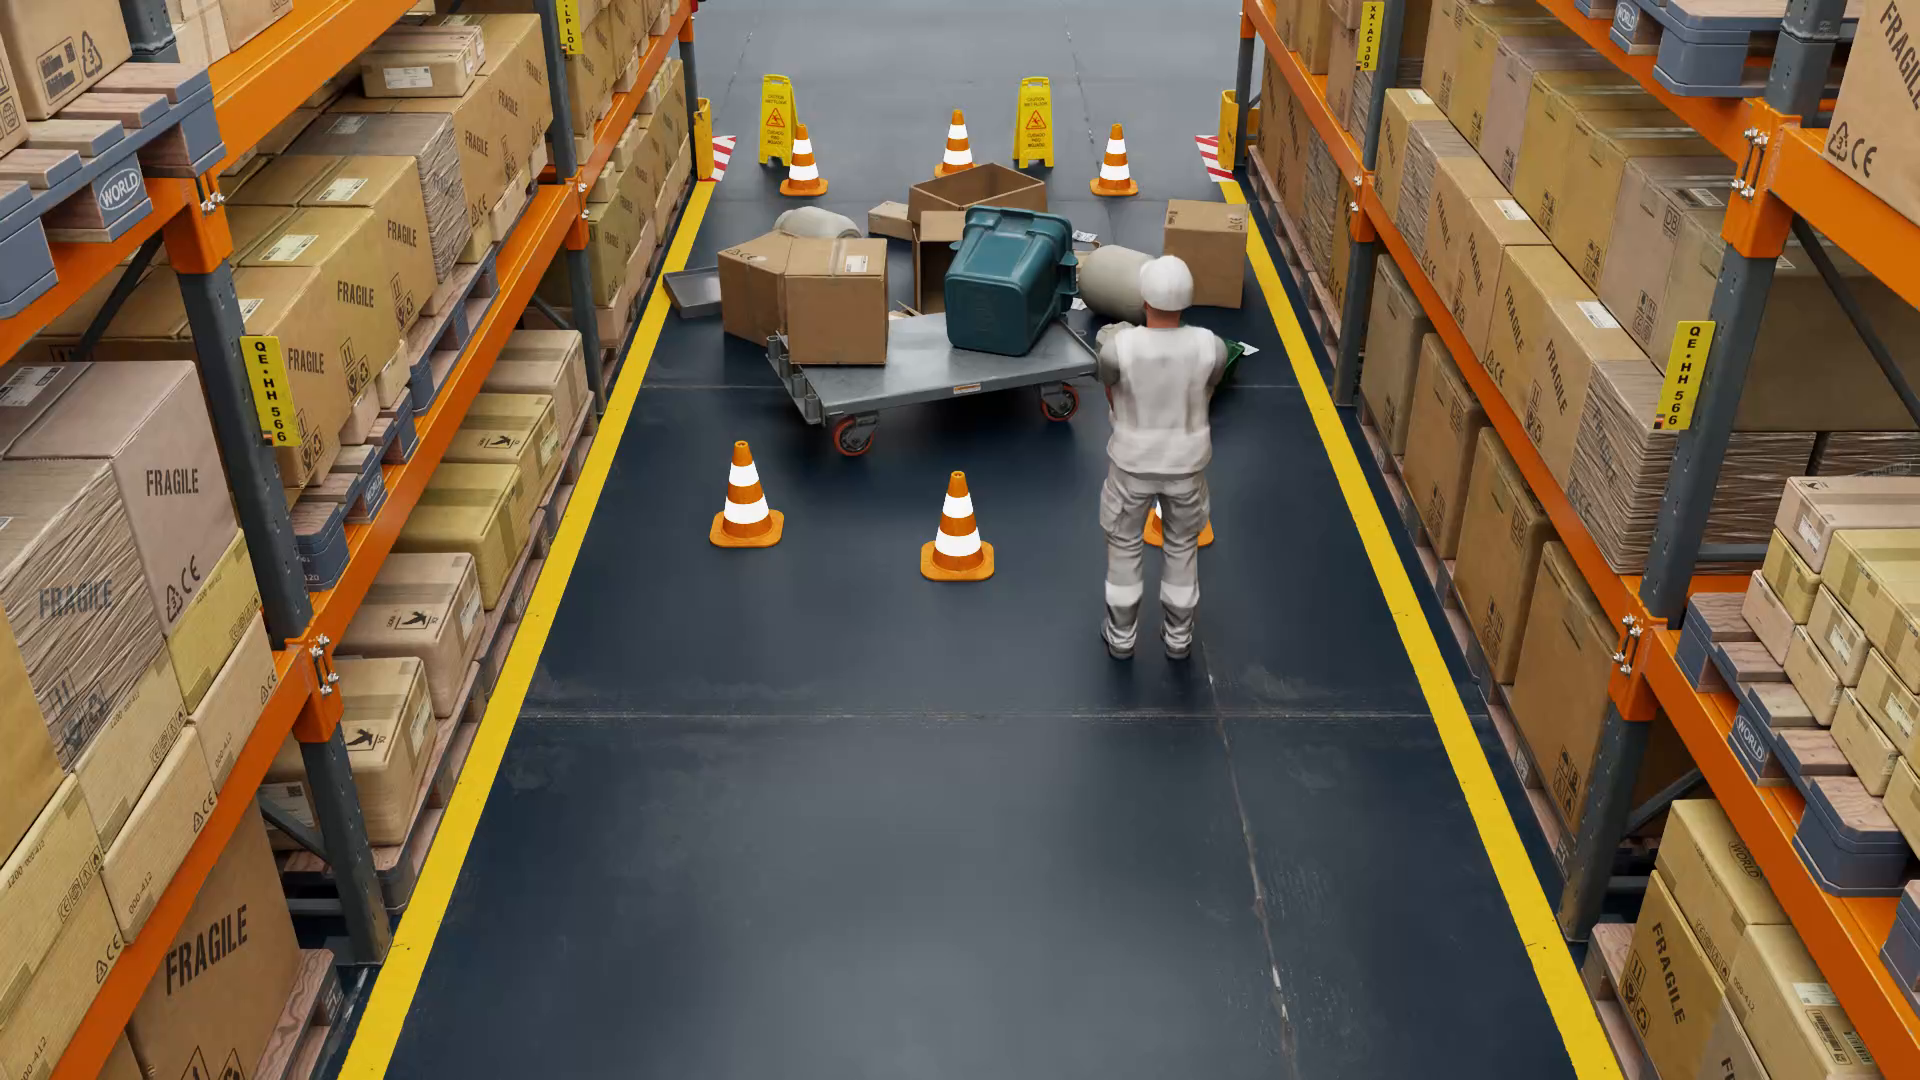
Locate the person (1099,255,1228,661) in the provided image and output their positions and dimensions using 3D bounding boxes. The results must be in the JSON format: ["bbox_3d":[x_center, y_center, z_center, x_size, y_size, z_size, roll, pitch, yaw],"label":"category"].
[{"bbox_3d":[0.779,-0.360,6.708,0.494,1.783,0.558,0,31,1],"label":"person"}]
